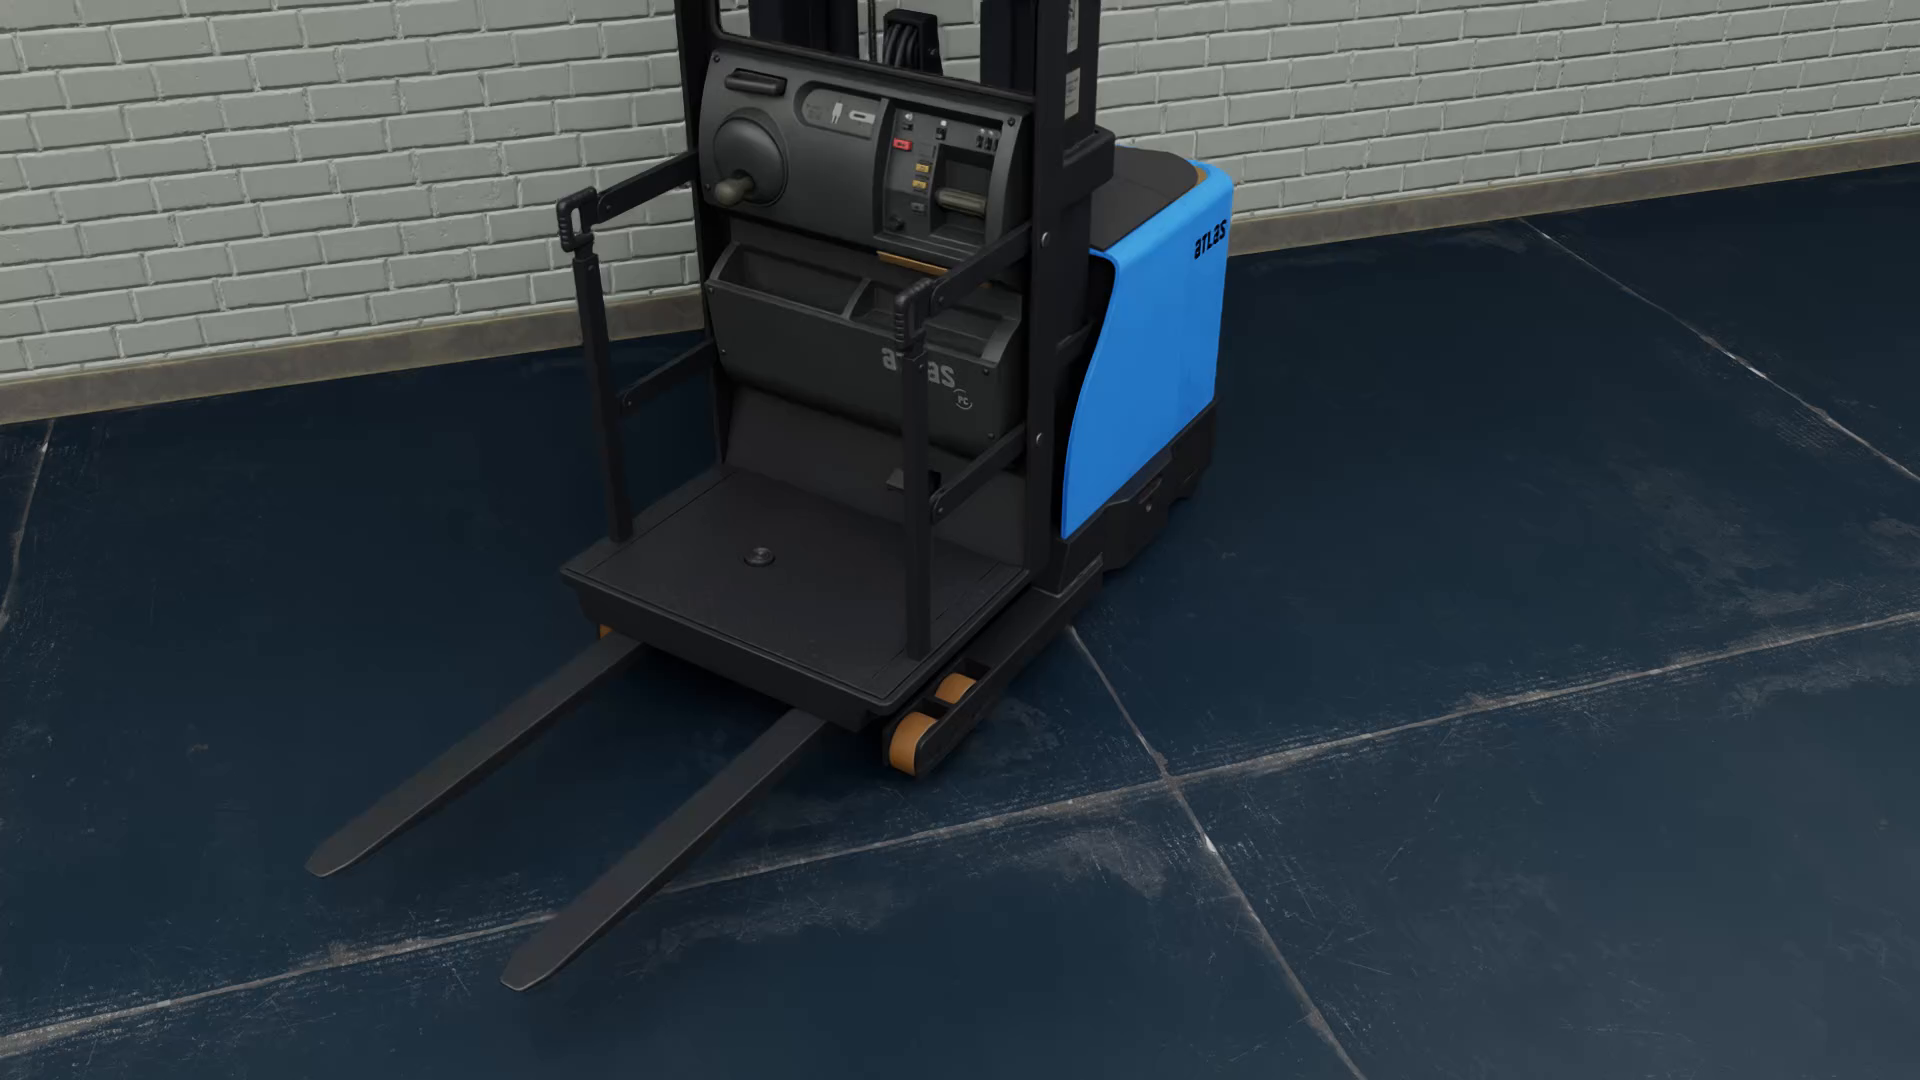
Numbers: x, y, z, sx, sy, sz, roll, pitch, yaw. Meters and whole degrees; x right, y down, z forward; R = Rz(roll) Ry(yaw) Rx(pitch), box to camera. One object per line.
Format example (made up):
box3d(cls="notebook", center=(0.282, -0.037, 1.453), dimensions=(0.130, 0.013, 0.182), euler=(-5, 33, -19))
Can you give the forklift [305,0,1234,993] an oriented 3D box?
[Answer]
box3d(cls="forklift", center=(-0.377, -0.905, 3.961), dimensions=(1.130, 2.935, 3.031), euler=(19, 38, 27))
